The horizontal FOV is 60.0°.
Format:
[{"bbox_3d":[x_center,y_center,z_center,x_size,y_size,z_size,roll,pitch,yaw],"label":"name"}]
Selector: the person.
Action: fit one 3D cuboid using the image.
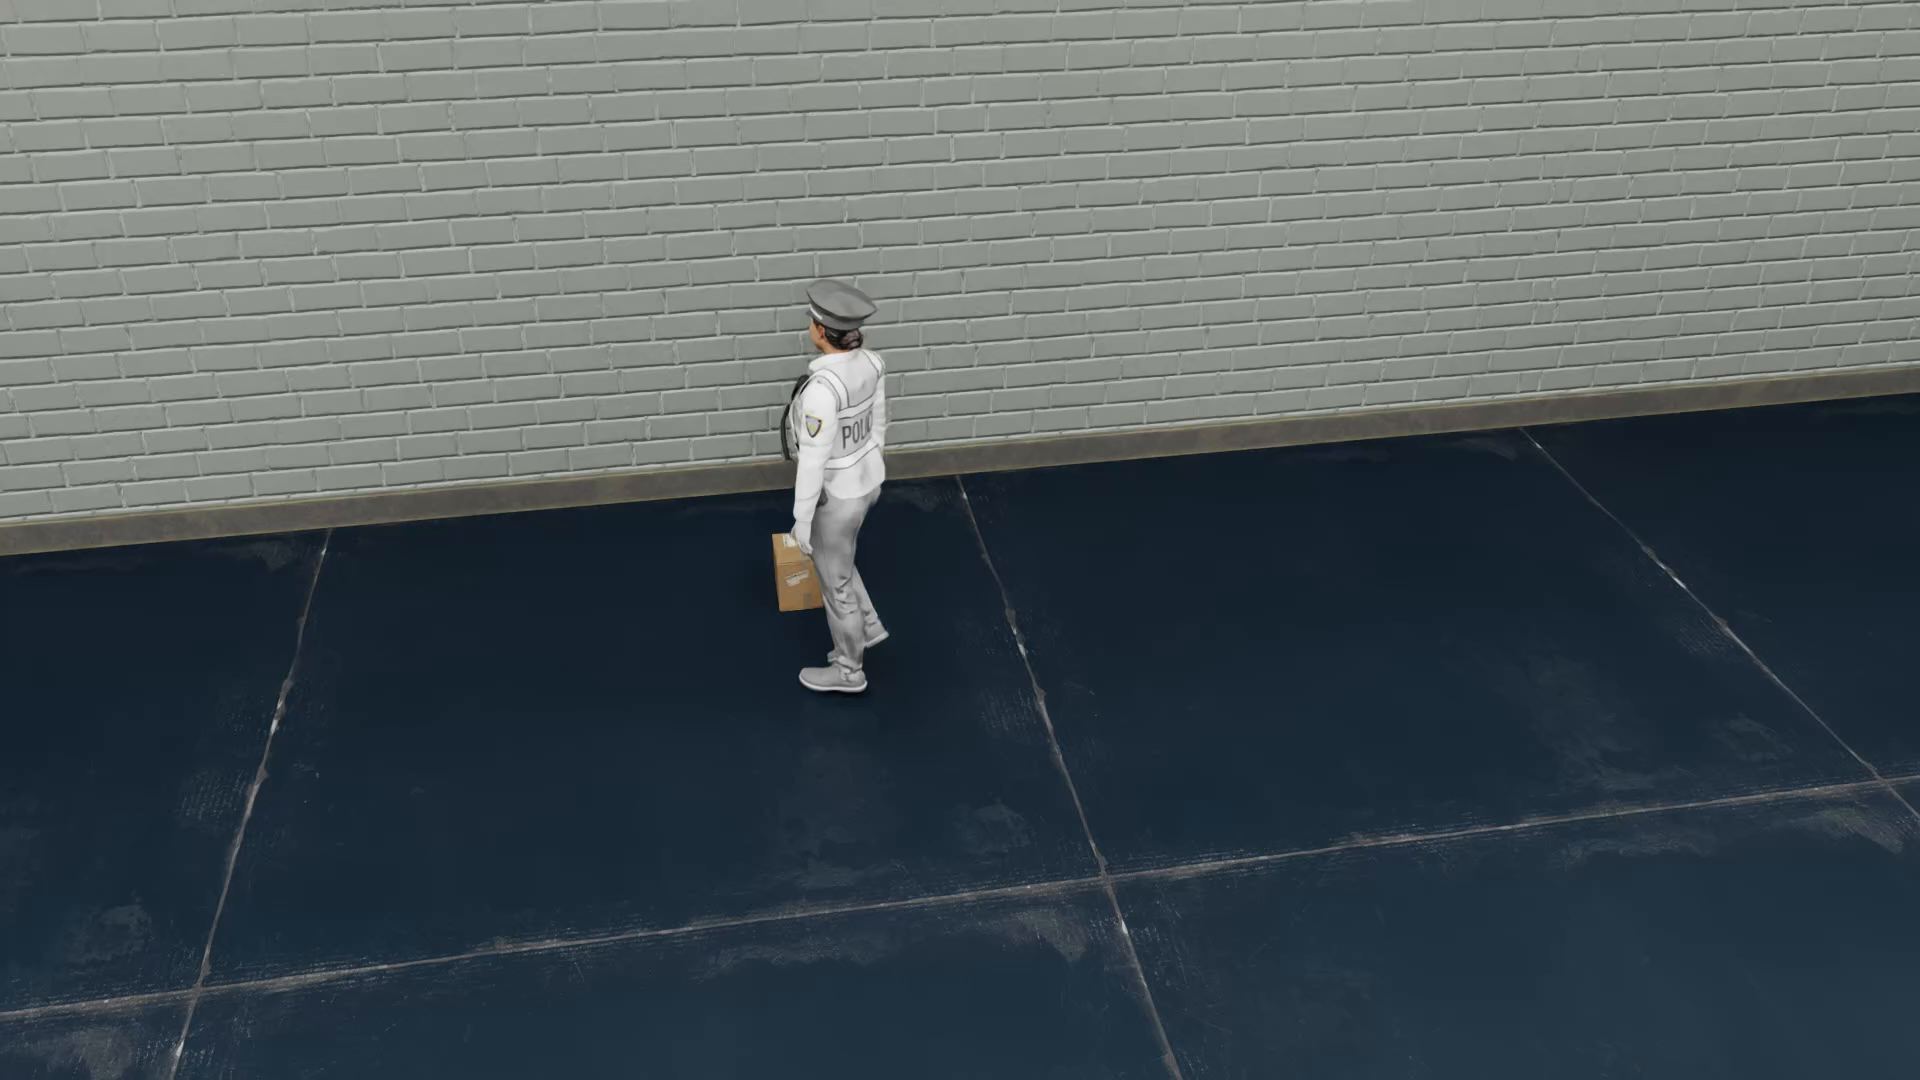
[{"bbox_3d":[-0.502,-0.178,6.406,0.409,1.673,0.524,14,34,22],"label":"person"}]
